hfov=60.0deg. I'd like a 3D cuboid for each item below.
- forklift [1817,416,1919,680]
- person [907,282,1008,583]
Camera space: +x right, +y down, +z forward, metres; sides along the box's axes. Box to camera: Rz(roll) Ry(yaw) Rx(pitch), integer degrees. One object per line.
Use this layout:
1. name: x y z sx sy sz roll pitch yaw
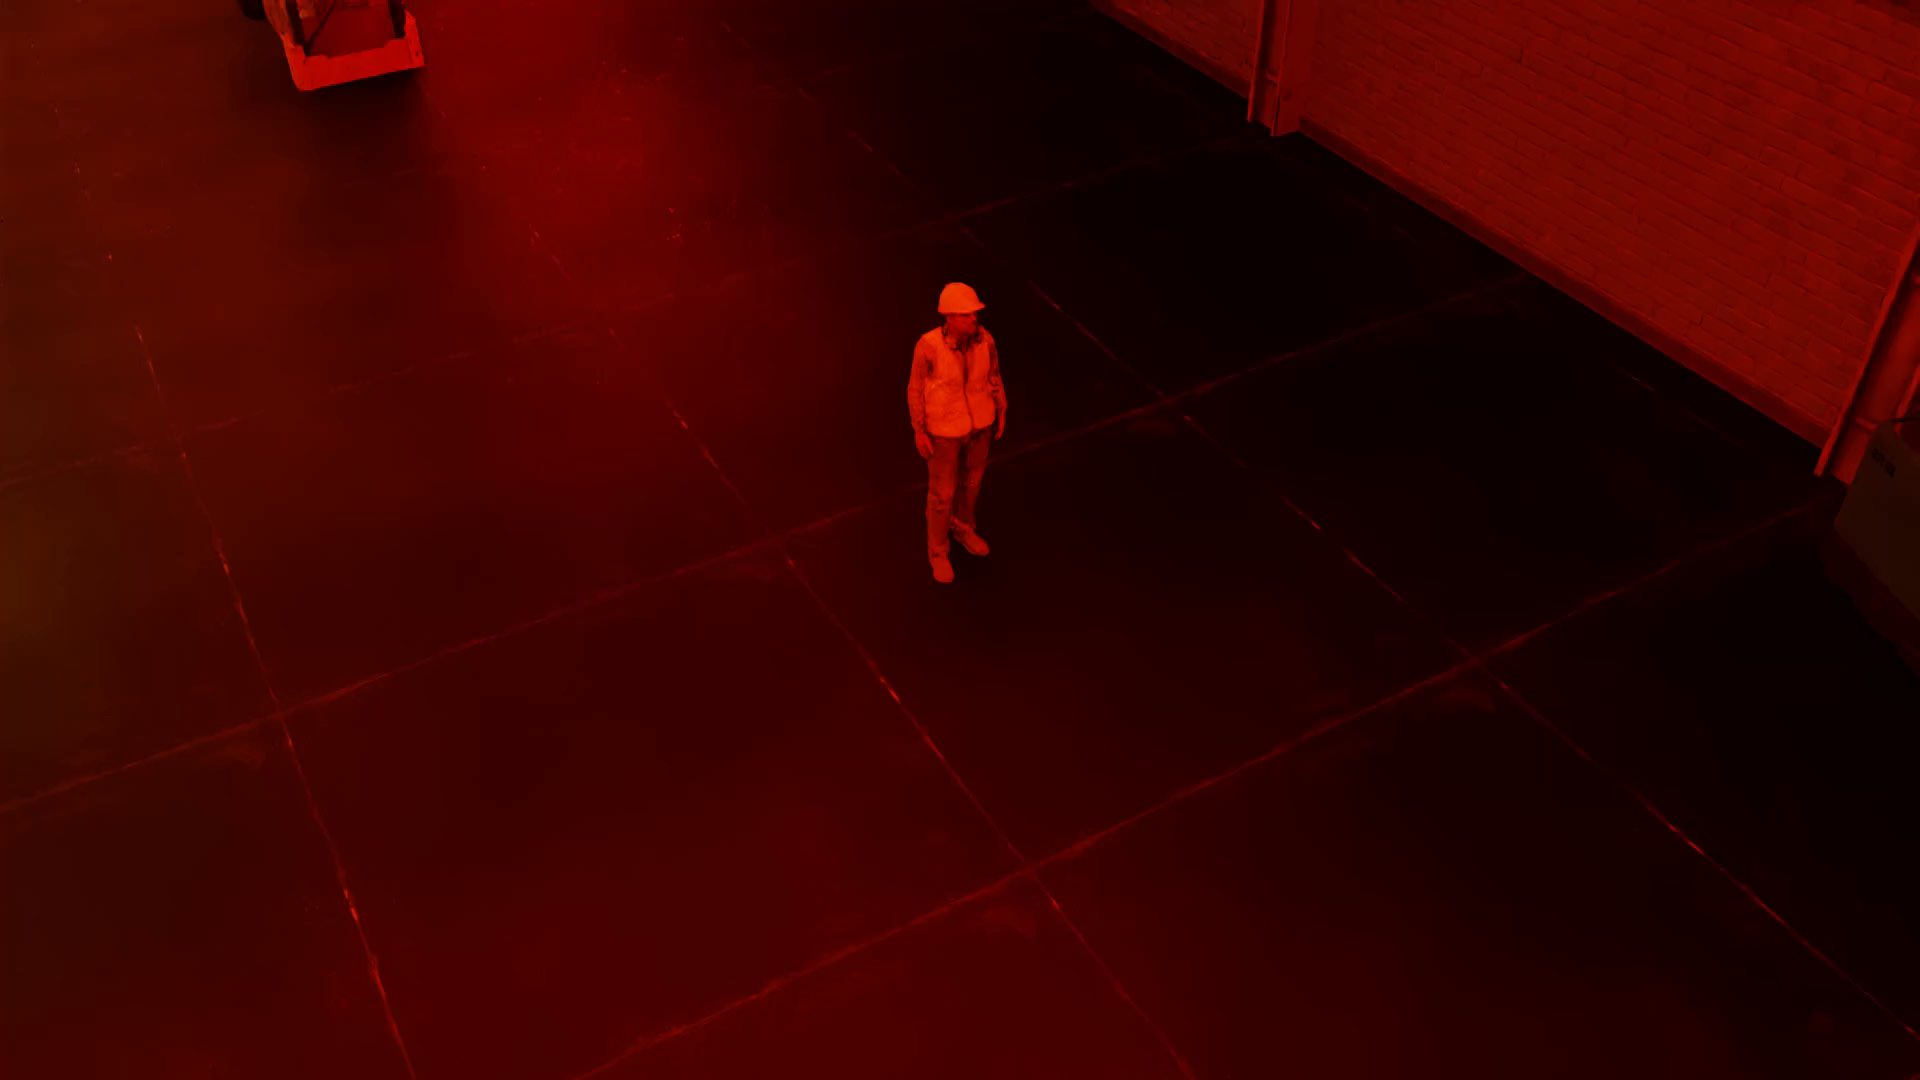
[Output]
1. forklift: 5.965 -0.114 8.174 1.130 2.935 3.031 -7 40 -8
2. person: 0.024 -0.649 9.718 0.632 1.768 0.567 -20 44 -23
